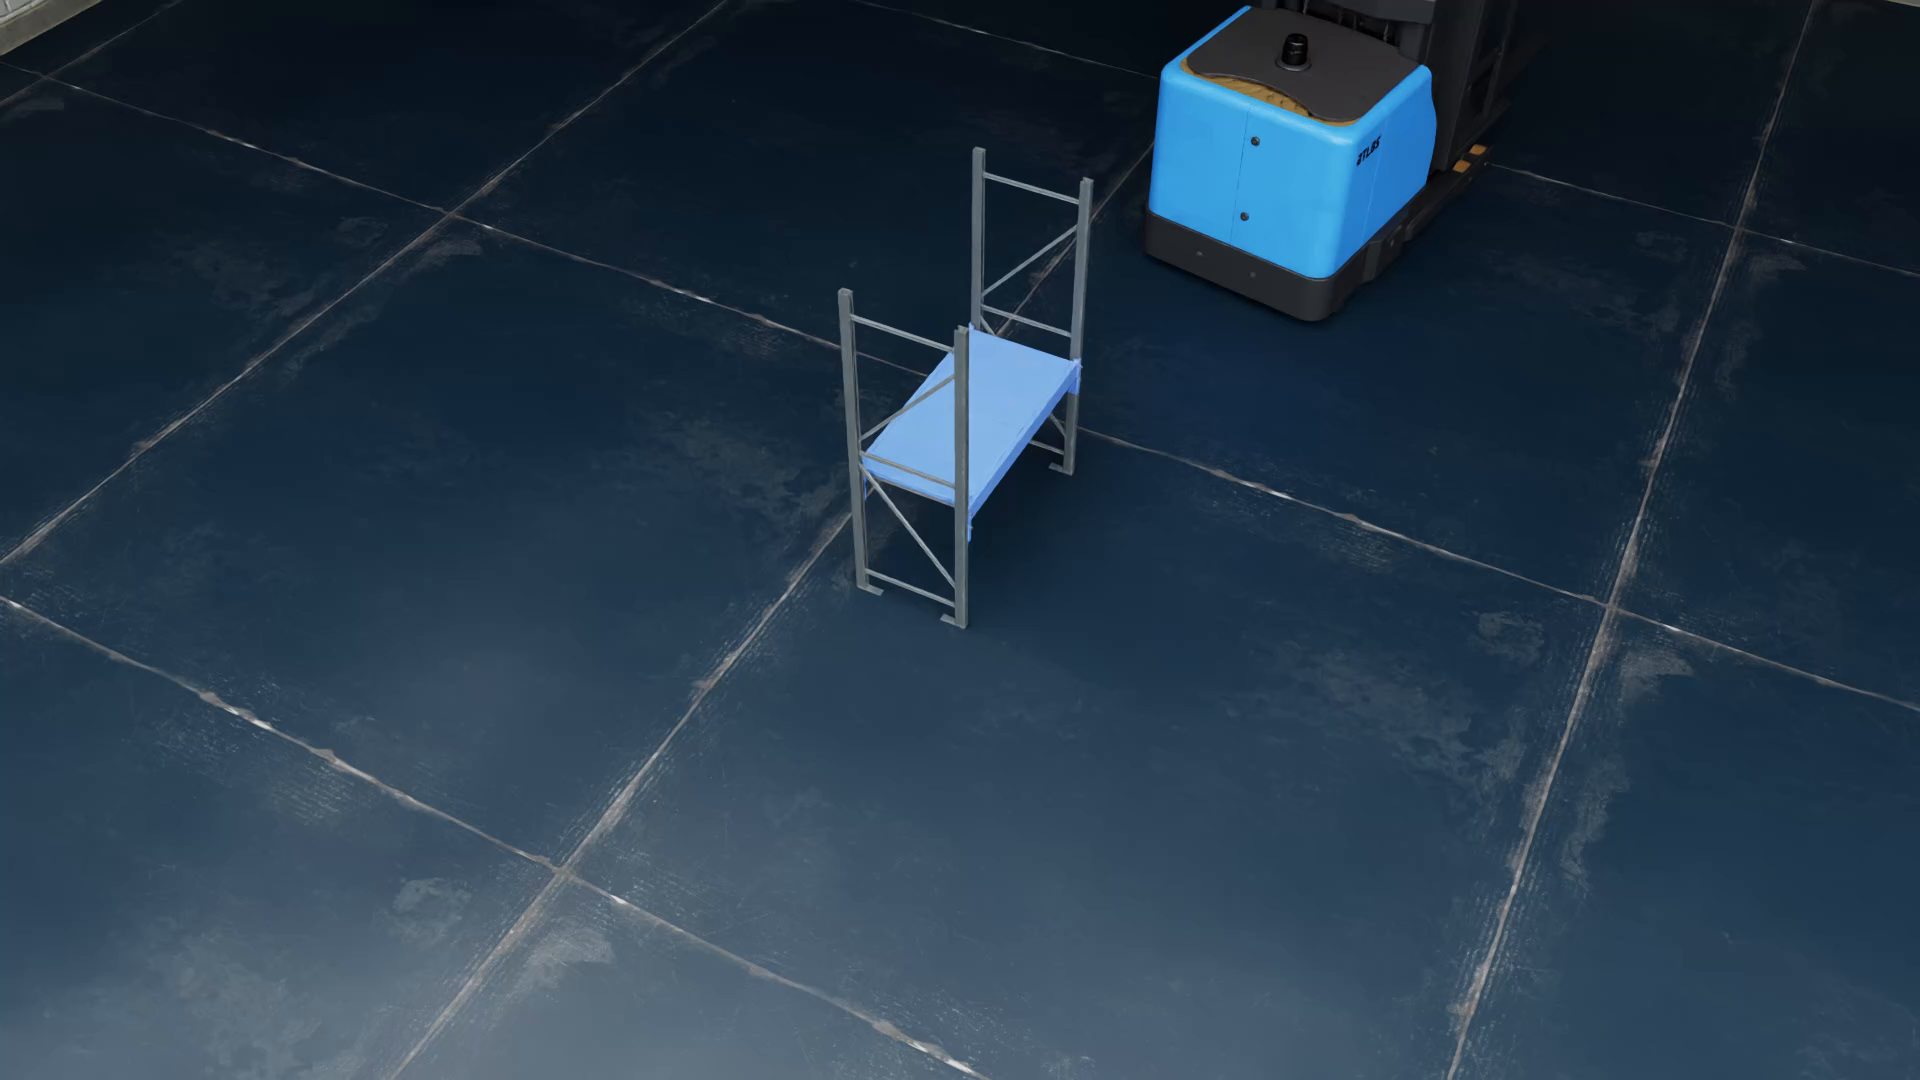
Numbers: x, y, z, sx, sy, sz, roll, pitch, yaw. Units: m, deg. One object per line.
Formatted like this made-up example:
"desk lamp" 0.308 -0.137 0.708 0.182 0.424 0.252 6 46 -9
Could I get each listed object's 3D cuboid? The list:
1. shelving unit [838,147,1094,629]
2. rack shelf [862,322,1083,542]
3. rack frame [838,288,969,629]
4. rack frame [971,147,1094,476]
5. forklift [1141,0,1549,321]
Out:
"shelving unit" 0.040 -0.581 6.550 0.538 1.500 1.048 20 49 19
"rack shelf" 0.040 -0.455 6.678 0.538 0.185 1.000 20 49 19
"rack frame" -0.196 -0.261 6.233 0.500 1.500 0.032 20 49 19
"rack frame" 0.276 -0.901 6.866 0.500 1.500 0.032 20 49 19
"forklift" 2.212 -3.078 8.011 1.130 2.935 3.031 29 52 25
